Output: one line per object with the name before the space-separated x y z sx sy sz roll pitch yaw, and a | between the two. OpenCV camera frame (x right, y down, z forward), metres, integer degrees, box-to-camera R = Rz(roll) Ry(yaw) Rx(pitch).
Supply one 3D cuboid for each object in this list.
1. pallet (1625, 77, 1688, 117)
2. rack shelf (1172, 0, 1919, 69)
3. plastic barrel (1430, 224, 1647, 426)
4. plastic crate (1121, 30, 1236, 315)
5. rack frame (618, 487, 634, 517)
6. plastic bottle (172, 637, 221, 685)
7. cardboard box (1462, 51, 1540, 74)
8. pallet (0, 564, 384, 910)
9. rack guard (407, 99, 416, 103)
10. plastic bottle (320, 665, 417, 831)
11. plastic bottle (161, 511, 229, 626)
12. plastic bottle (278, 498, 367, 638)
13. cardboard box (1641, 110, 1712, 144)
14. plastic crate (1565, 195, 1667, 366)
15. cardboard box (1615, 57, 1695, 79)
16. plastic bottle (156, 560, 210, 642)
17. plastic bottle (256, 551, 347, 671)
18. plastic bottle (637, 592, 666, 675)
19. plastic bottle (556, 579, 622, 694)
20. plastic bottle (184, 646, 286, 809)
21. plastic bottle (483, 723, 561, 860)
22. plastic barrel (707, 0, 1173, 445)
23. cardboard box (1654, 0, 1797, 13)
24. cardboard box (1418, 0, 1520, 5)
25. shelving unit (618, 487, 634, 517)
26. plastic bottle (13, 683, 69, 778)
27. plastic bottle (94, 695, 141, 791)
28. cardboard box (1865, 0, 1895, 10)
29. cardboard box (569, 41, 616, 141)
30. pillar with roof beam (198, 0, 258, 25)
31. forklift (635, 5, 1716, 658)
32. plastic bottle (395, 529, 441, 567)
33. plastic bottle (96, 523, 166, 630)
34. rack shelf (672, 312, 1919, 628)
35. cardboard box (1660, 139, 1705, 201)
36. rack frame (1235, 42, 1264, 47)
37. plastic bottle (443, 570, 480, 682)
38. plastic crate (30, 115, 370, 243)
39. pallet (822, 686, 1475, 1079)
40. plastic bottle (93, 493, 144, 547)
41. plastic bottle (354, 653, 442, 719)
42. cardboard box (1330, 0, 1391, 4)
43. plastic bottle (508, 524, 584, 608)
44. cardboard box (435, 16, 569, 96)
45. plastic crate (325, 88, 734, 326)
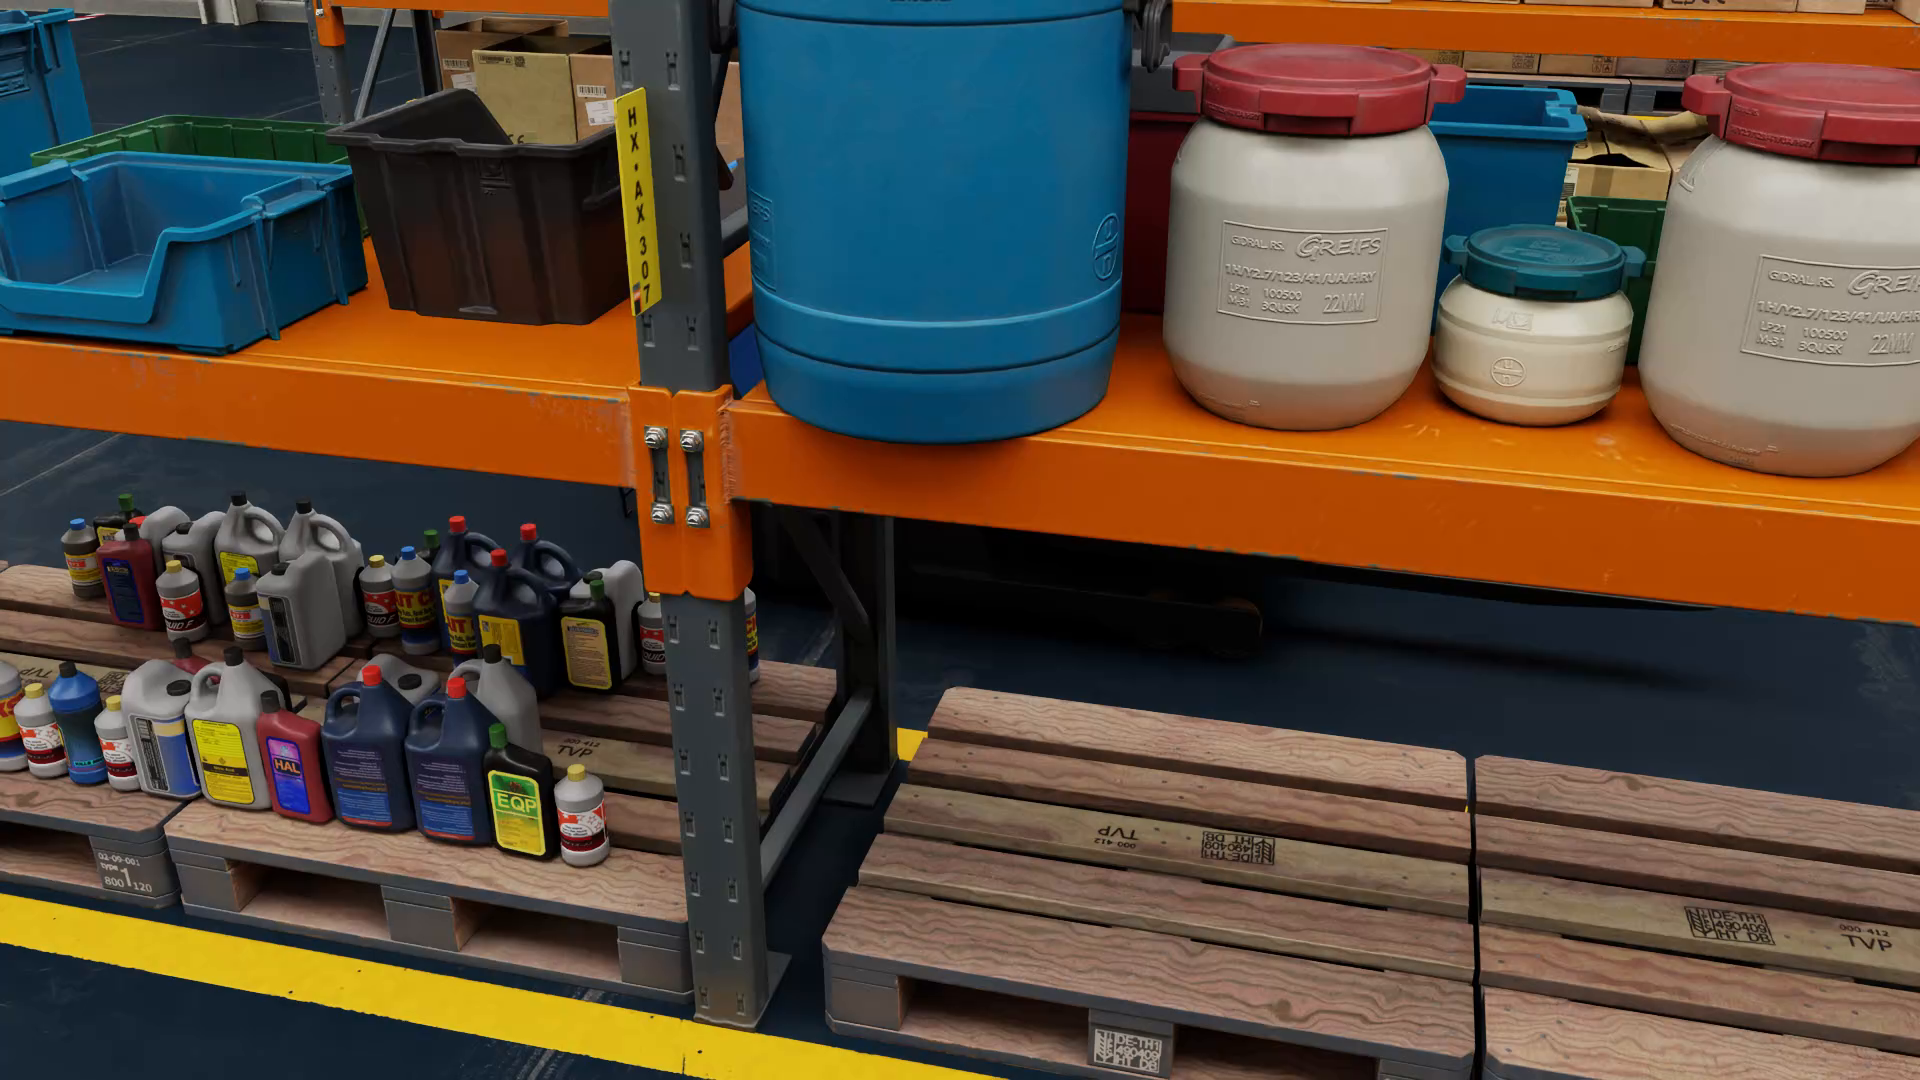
pallet | 5.249 -3.131 11.580 1.213 0.211 1.003 6 26 13
rack shelf | 2.839 -2.132 7.075 4.000 0.370 1.077 6 26 13
plastic barrel | 0.908 -0.341 2.638 0.301 0.262 0.301 0 25 0
plastic crate | 0.210 -0.714 3.185 0.583 0.464 0.402 6 26 13
rack frame | -1.104 -0.533 5.327 0.006 0.900 0.240 1 25 16
plastic bottle | -1.660 0.351 3.671 0.133 0.283 0.061 6 26 13
cardboard box | 3.846 -3.626 11.772 0.500 0.500 0.700 7 26 14
pallet | -2.161 0.431 4.099 1.213 0.211 1.003 6 26 13
rack guard | -2.996 -1.973 8.813 0.348 0.500 1.175 6 26 13
plastic bottle | -1.217 0.419 3.451 0.185 0.351 0.144 5 26 10
plastic bottle | -1.950 0.061 4.289 0.135 0.276 0.152 6 26 12
plastic bottle | -1.609 0.063 4.197 0.185 0.351 0.144 6 26 13
cardboard box | 3.337 -1.731 7.453 0.500 0.311 0.500 6 26 12
plastic crate | 1.421 -0.444 2.941 0.662 0.188 0.450 6 26 13
cardboard box | 4.825 -3.534 11.580 0.500 0.500 0.700 6 26 13
plastic bottle | -1.963 0.149 4.192 0.097 0.201 0.097 0 25 0
plastic bottle | -1.621 0.162 4.078 0.135 0.276 0.152 6 26 13
plastic bottle | -0.732 0.217 4.048 0.097 0.201 0.097 0 25 0
plastic bottle | -0.881 0.223 3.940 0.133 0.283 0.061 6 26 13
plastic bottle | -1.530 0.384 3.523 0.185 0.351 0.144 6 26 13
plastic bottle | -0.884 0.505 3.349 0.133 0.283 0.061 8 27 16
plastic barrel | -0.037 -0.668 2.580 0.708 0.901 0.600 6 26 13
cardboard box | 3.146 -2.461 6.813 0.500 0.500 0.500 5 26 10
cardboard box | 2.152 -2.571 7.044 0.500 0.500 0.500 8 27 17
shelving unit | -1.006 -0.531 5.299 0.210 0.900 0.258 1 25 16
plastic bottle | -2.007 0.409 3.644 0.097 0.201 0.097 0 25 0
plastic bottle | -1.807 0.431 3.598 0.097 0.201 0.097 0 25 0
cardboard box | 3.958 -2.379 6.861 0.500 0.311 0.500 6 26 12
cardboard box | -1.536 -2.135 8.082 0.500 0.500 0.500 6 26 13
pillar with roof beam | -7.732 -7.006 9.497 0.400 9.000 9.100 6 26 13
forklift | 0.609 -1.253 4.471 3.031 2.935 1.130 7 26 14
plastic bottle | -1.346 0.104 4.190 0.133 0.283 0.061 7 26 15
plastic bottle | -2.110 0.087 4.225 0.133 0.283 0.061 6 26 13
rack shelf | 1.601 -0.070 2.745 4.000 0.370 1.077 6 26 13
cardboard box | 3.214 -1.506 6.981 0.500 0.311 0.500 6 26 13
rack frame | 2.132 -4.734 11.703 0.127 3.000 1.000 6 26 13
plastic bottle | -1.185 0.200 4.003 0.097 0.271 0.097 0 25 0
plastic crate | -1.580 -0.776 3.638 0.662 0.188 0.450 6 26 13
pallet | 0.435 0.718 3.497 1.213 0.211 1.003 6 26 13
plastic bottle | -2.204 0.009 4.389 0.133 0.283 0.061 7 26 14
plastic bottle | -1.204 0.388 3.602 0.135 0.276 0.152 6 26 13
cardboard box | 1.709 -2.377 7.046 0.250 0.149 0.380 6 26 13
plastic bottle | -1.014 0.129 4.059 0.185 0.351 0.144 7 26 14
cardboard box | -2.379 -2.452 8.749 0.500 0.500 0.500 6 26 13
plastic crate | -0.811 -0.690 3.282 0.504 0.338 0.767 6 26 13
